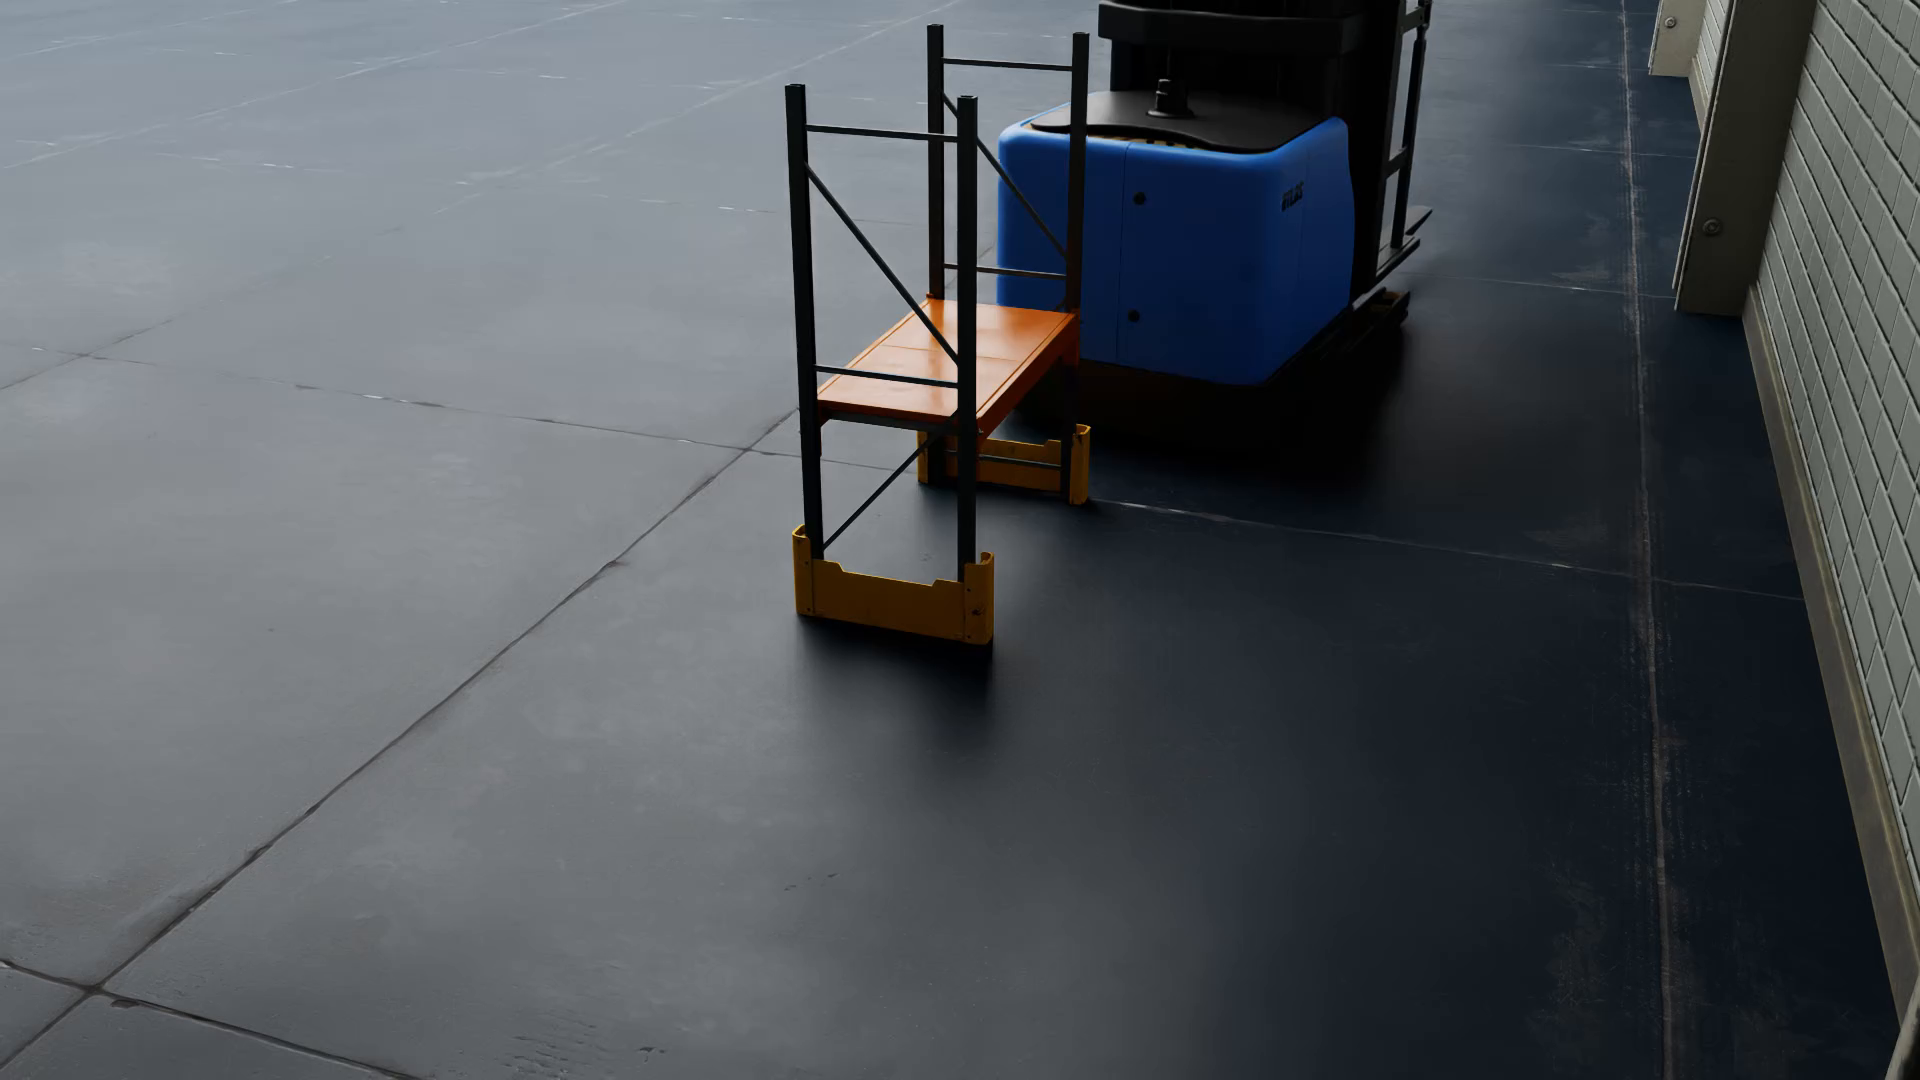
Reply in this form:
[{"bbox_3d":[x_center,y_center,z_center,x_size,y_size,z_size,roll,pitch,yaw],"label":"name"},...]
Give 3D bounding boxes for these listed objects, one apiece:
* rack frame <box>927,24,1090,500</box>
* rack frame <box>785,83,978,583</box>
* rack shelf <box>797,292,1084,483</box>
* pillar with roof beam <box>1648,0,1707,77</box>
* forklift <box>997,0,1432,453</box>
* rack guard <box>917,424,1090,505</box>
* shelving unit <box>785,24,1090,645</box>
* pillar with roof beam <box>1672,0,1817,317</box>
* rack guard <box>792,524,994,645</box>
[{"bbox_3d":[0.141,-0.849,5.282,0.500,1.500,0.032,9,27,17],"label":"rack frame"},{"bbox_3d":[-0.198,-0.431,4.419,0.500,1.500,0.032,9,27,17],"label":"rack frame"},{"bbox_3d":[-0.028,-0.478,4.929,0.538,0.185,1.000,9,27,17],"label":"rack shelf"},{"bbox_3d":[1.307,-8.213,11.887,9.100,9.000,0.400,9,27,17],"label":"pillar with roof beam"},{"bbox_3d":[1.266,-2.224,6.479,1.130,2.935,3.031,13,29,26],"label":"forklift"},{"bbox_3d":[0.140,-0.286,5.554,0.587,0.250,0.087,9,27,17],"label":"rack guard"},{"bbox_3d":[-0.025,-0.644,4.858,0.587,1.500,1.083,9,27,17],"label":"shelving unit"},{"bbox_3d":[-0.690,-5.747,6.794,9.100,9.000,0.400,9,27,17],"label":"pillar with roof beam"},{"bbox_3d":[-0.191,0.123,4.708,0.587,0.250,0.087,9,27,17],"label":"rack guard"}]
